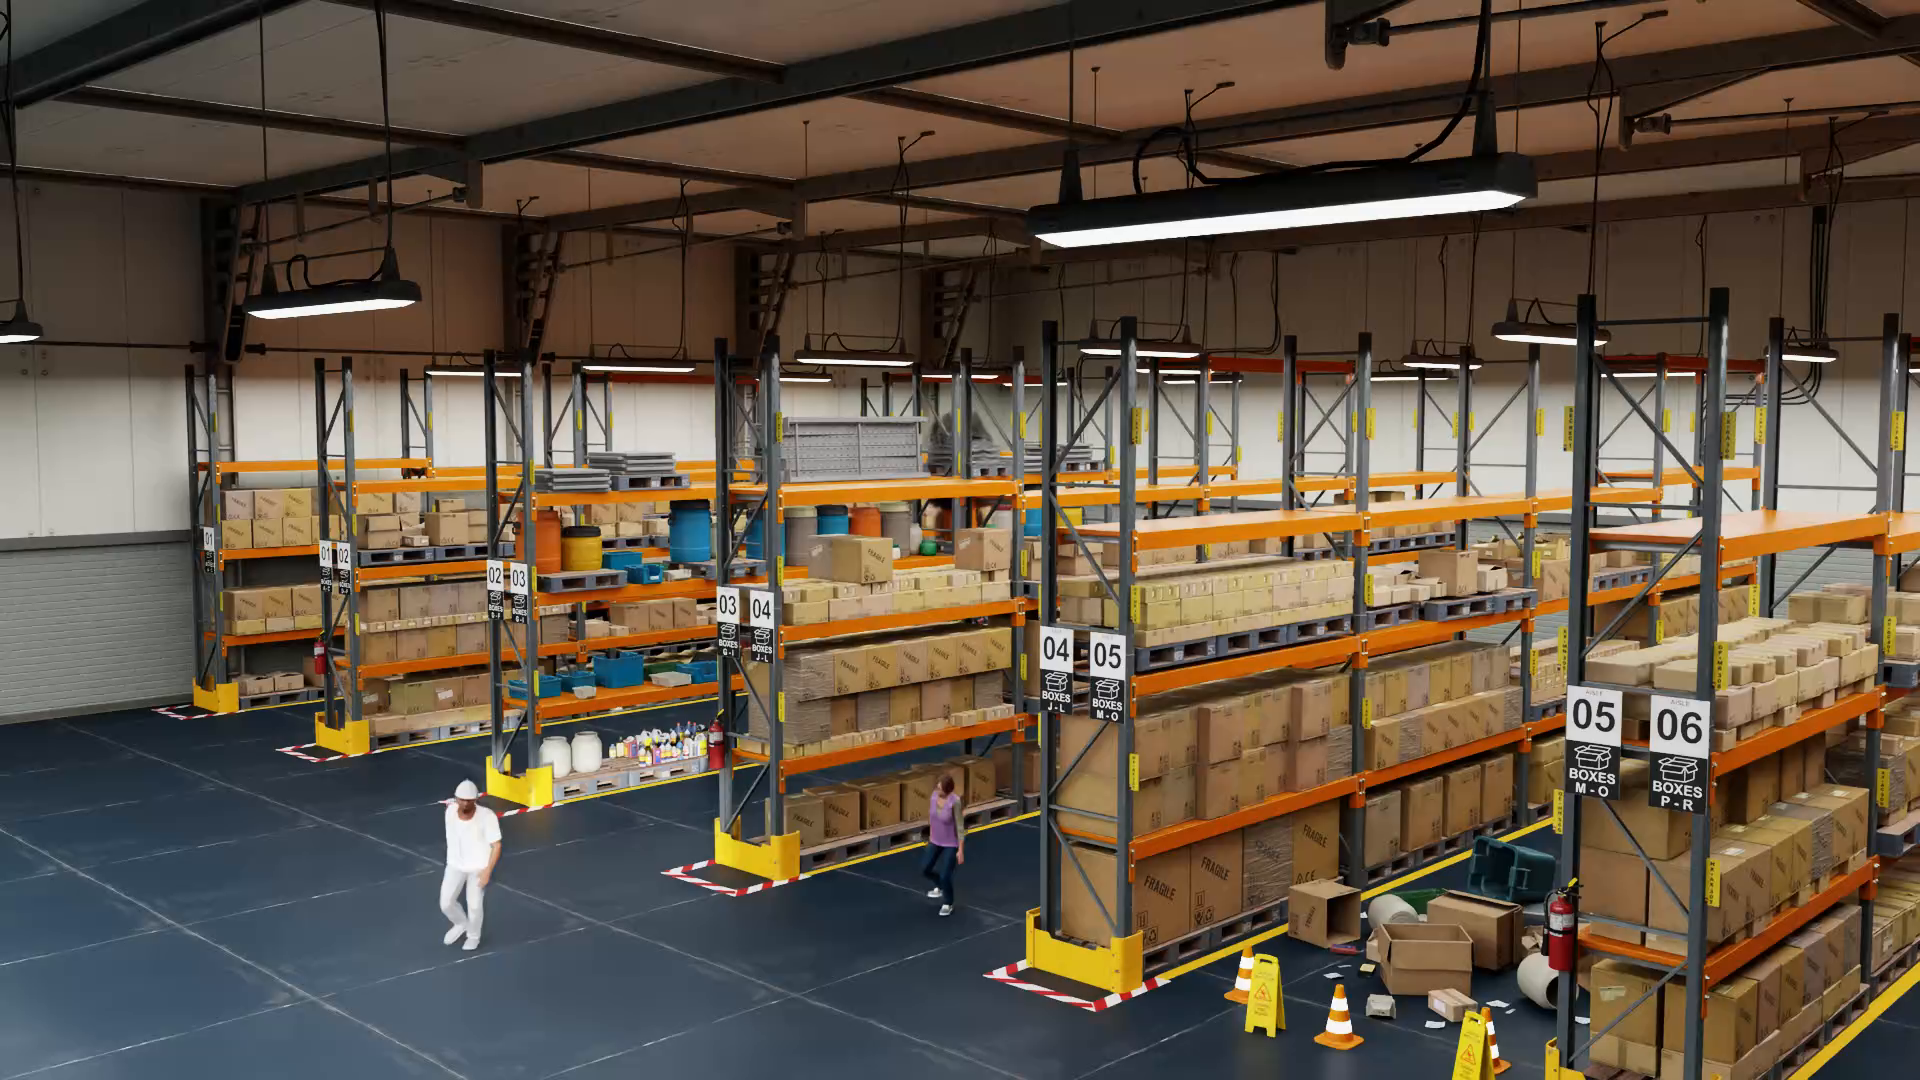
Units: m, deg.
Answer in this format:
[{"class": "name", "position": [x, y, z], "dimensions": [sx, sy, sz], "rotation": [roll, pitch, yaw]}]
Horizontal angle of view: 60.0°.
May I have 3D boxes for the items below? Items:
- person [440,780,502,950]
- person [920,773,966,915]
[{"class": "person", "position": [-4.651, 3.093, 15.819], "dimensions": [0.675, 1.704, 0.685], "rotation": [1, 4, 7]}, {"class": "person", "position": [-0.145, 3.094, 17.044], "dimensions": [0.667, 1.521, 0.596], "rotation": [3, 5, 34]}]
